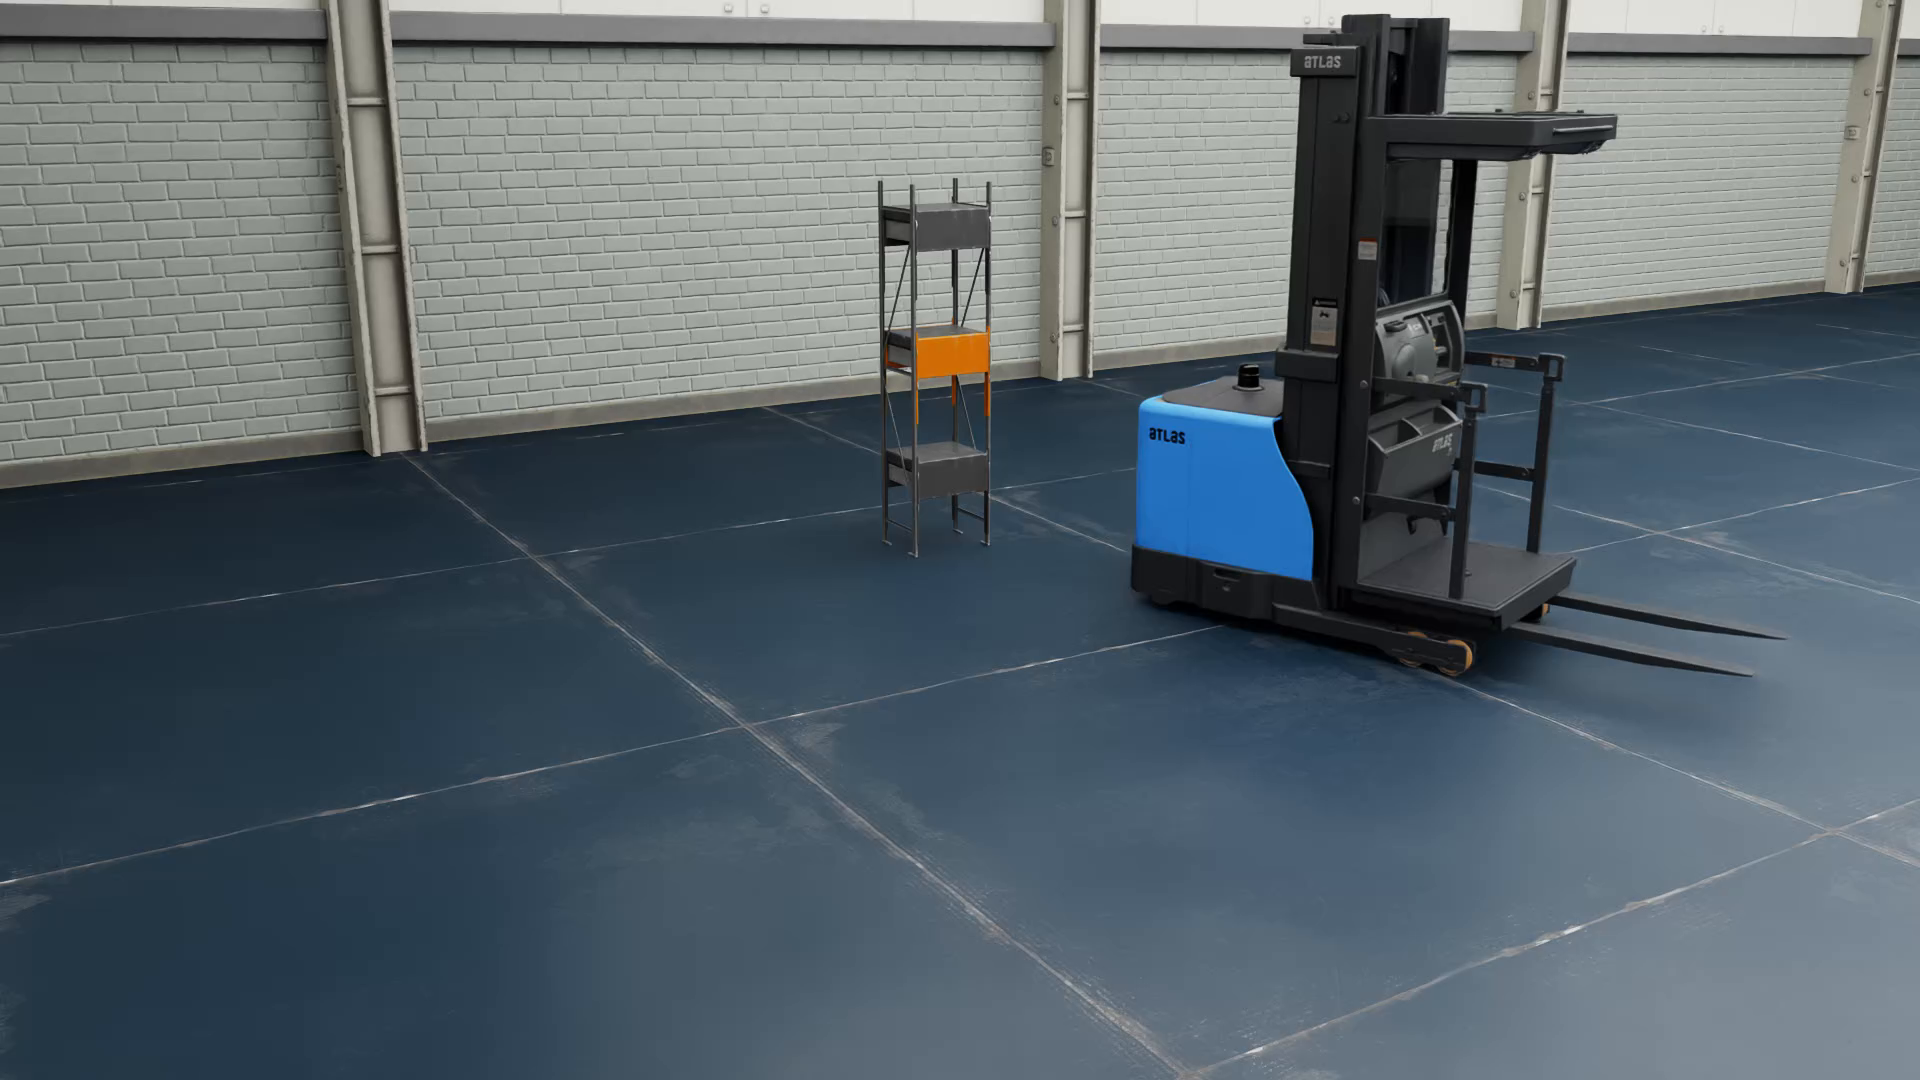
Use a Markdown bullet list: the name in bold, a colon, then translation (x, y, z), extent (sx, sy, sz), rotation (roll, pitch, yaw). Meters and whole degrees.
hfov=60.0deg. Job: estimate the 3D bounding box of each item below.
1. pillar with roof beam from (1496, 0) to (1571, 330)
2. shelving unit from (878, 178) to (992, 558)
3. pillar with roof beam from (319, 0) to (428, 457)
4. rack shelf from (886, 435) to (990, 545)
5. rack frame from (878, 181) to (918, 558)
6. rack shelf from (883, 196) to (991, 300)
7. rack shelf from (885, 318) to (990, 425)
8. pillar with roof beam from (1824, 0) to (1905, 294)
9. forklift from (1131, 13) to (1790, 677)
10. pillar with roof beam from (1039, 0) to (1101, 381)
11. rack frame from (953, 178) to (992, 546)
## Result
- **pillar with roof beam**: translation (8.332, -5.673, 13.476), extent (0.400, 9.000, 9.100), rotation (-9, 18, -30)
- **shelving unit**: translation (-0.142, -0.988, 9.544), extent (0.503, 2.100, 0.431), rotation (-9, 18, -30)
- **pillar with roof beam**: translation (-1.954, -4.005, 7.525), extent (0.400, 9.000, 9.100), rotation (-9, 18, -30)
- **rack shelf**: translation (-0.142, -0.301, 9.737), extent (0.480, 0.518, 0.431), rotation (-9, 18, -30)
- **rack frame**: translation (-0.351, -0.954, 9.423), extent (0.015, 2.100, 0.400), rotation (-9, 18, -30)
- **rack shelf**: translation (-0.142, -1.649, 9.359), extent (0.480, 0.518, 0.431), rotation (-9, 18, -30)
- **rack shelf**: translation (-0.142, -0.975, 9.548), extent (0.480, 0.518, 0.431), rotation (-9, 18, -30)
- **pillar with roof beam**: translation (13.475, -6.507, 16.451), extent (0.400, 9.000, 9.100), rotation (-9, 18, -30)
- **forklift**: translation (2.369, -0.946, 7.854), extent (3.031, 2.935, 1.130), rotation (12, 20, 37)
- **pillar with roof beam**: translation (3.189, -4.839, 10.501), extent (0.400, 9.000, 9.100), rotation (-9, 18, -30)
- **rack frame**: translation (0.067, -1.022, 9.665), extent (0.015, 2.100, 0.400), rotation (-9, 18, -30)
